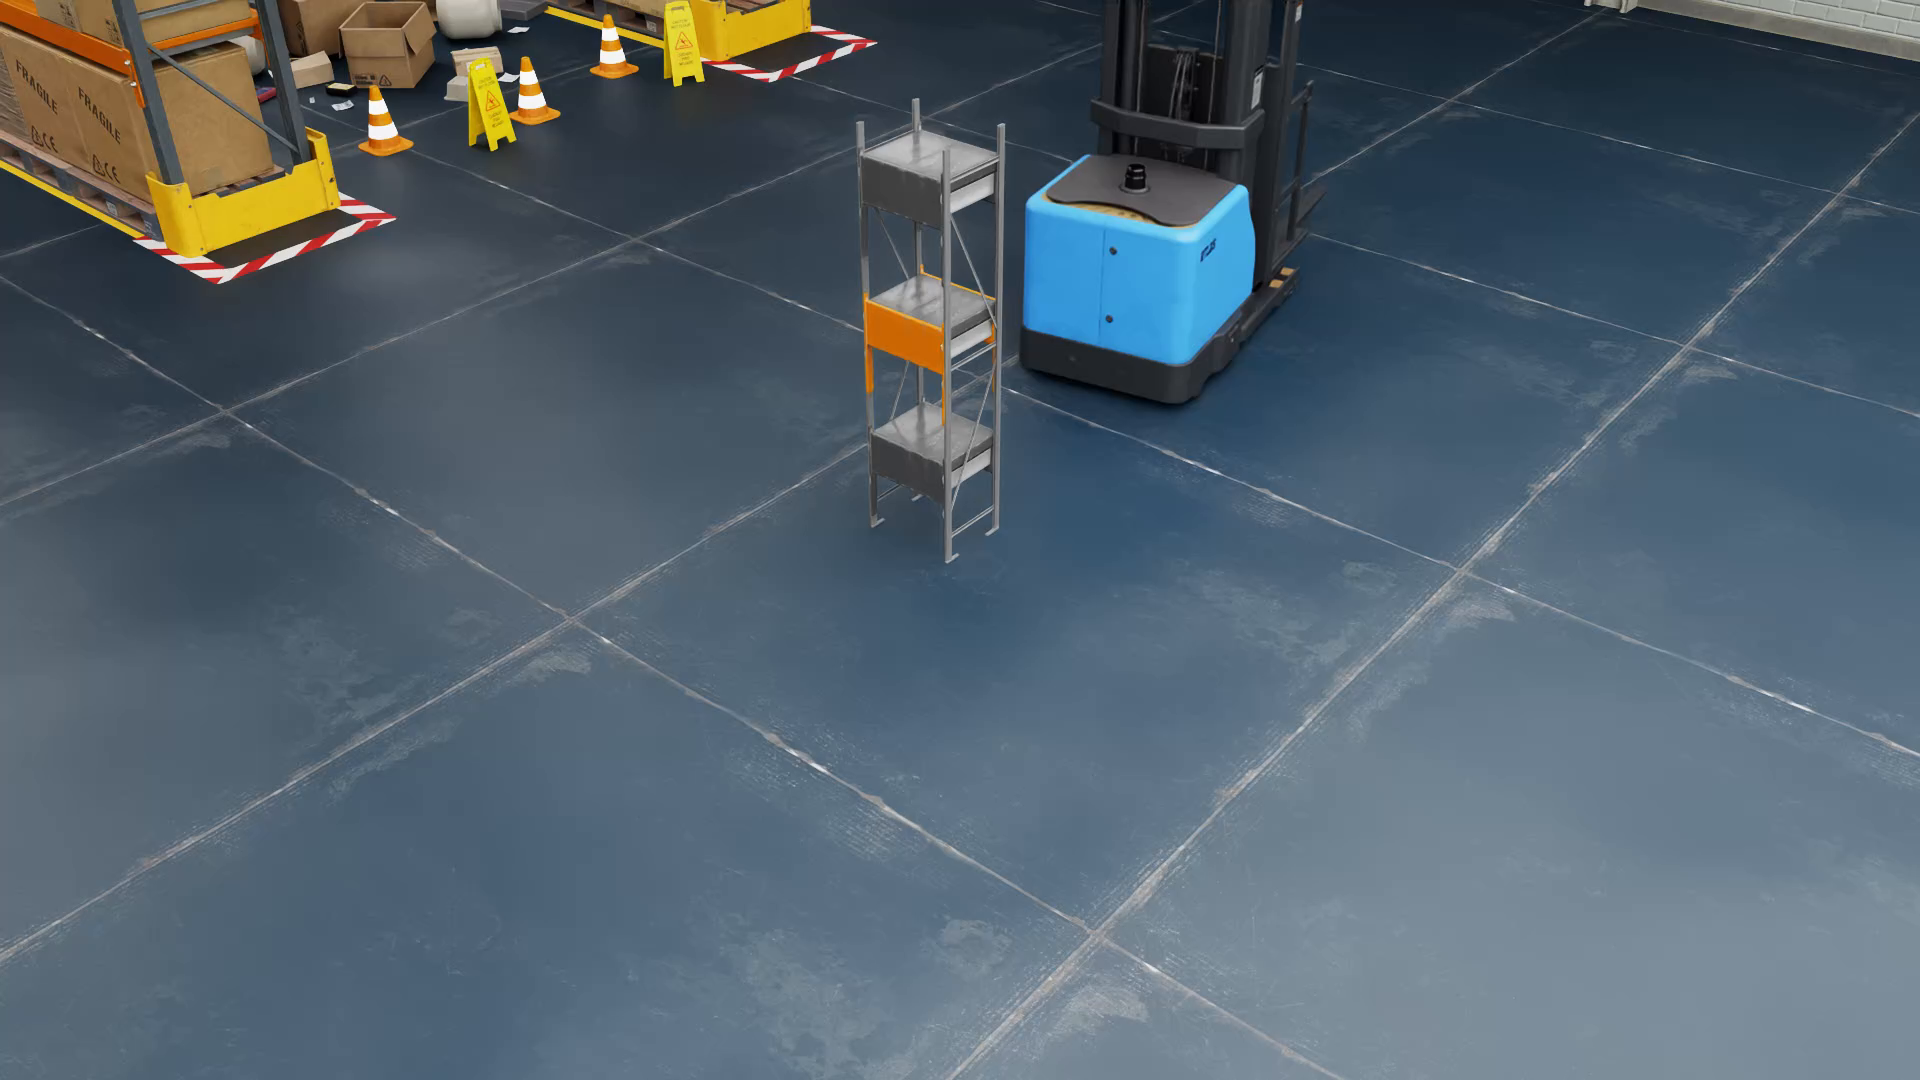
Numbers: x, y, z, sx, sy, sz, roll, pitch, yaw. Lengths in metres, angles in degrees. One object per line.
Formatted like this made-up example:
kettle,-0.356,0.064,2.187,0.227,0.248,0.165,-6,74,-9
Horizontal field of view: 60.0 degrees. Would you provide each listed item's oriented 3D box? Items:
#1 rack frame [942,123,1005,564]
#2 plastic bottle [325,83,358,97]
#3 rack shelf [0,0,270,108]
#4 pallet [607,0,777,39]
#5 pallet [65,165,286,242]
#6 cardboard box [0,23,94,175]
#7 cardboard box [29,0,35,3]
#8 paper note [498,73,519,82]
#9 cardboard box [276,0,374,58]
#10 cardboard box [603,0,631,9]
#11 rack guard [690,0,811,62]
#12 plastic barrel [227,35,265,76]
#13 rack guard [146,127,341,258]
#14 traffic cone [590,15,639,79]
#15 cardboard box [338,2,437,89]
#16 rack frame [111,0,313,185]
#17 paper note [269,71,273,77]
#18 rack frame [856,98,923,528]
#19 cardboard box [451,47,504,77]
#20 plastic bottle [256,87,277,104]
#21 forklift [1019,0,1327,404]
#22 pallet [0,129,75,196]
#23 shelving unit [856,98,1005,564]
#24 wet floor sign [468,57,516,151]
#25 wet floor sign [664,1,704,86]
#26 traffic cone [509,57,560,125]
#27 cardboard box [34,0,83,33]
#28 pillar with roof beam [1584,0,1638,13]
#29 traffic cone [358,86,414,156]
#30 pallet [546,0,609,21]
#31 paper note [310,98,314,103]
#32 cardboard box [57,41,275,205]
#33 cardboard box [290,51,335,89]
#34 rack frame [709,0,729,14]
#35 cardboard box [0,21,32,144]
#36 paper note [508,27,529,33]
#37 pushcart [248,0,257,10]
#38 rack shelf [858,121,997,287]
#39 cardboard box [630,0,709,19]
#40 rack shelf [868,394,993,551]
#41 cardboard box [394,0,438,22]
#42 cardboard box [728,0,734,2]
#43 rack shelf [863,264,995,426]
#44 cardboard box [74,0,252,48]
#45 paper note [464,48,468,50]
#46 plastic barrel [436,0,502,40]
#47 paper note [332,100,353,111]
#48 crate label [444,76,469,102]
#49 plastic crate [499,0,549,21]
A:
rack frame,0.060,-0.837,7.614,0.015,2.100,0.400,25,42,32
plastic bottle,-5.062,-3.668,13.538,0.283,0.061,0.133,12,36,16
rack shelf,-6.381,-3.833,11.818,4.000,0.370,1.077,25,42,32
pallet,-2.414,-4.783,15.029,1.213,0.211,1.003,25,42,32
pallet,-5.508,-2.512,11.721,1.213,0.211,1.003,25,42,32
cardboard box,-6.085,-3.237,11.820,0.875,0.875,0.875,25,41,31
cardboard box,-5.944,-4.029,11.335,0.550,0.550,0.875,25,42,32
paper note,-3.754,-3.848,13.826,0.142,0.019,0.148,12,36,16
cardboard box,-5.448,-4.492,14.227,0.503,0.637,0.797,25,42,32
cardboard box,-2.941,-5.002,14.942,0.500,0.250,0.500,25,42,32
rack guard,-1.813,-4.593,14.496,0.348,0.500,1.175,25,42,32
plastic barrel,-6.064,-4.049,13.772,0.512,0.421,0.421,-6,35,-8
rack guard,-4.825,-2.366,11.254,0.348,0.500,1.175,25,42,32
traffic cone,-2.910,-4.144,13.876,0.334,0.463,0.336,25,42,32
cardboard box,-4.724,-4.101,13.778,0.637,0.503,0.797,0,34,0
rack frame,-4.844,-3.405,10.559,0.127,3.000,1.000,25,42,32
paper note,-5.703,-3.931,13.955,0.172,0.023,0.155,-18,38,-25
rack frame,-0.315,-1.014,7.872,0.015,2.100,0.400,25,42,32
cardboard box,-4.053,-4.016,13.967,0.380,0.149,0.250,-12,36,-17
plastic bottle,-5.623,-3.610,13.453,0.133,0.061,0.283,12,36,16
forklift,1.491,-2.777,9.705,1.130,2.935,3.031,17,38,23
pallet,-6.442,-2.954,12.364,1.213,0.211,1.003,25,42,32
shelving unit,-0.127,-0.926,7.743,0.503,2.100,0.431,25,42,32
wet floor sign,-3.554,-3.286,12.465,0.232,0.644,0.267,18,38,24
wet floor sign,-2.293,-4.091,13.637,0.267,0.644,0.232,-18,38,-25
traffic cone,-3.359,-3.538,12.994,0.334,0.463,0.336,25,42,32
cardboard box,-5.594,-3.772,10.960,0.550,0.550,0.875,25,42,32
pillar with roof beam,3.317,-6.828,10.243,0.400,9.000,9.100,25,42,32
traffic cone,-4.343,-3.170,12.457,0.334,0.463,0.336,25,42,32
pallet,-3.348,-5.225,15.672,1.213,0.211,1.003,25,42,32
paper note,-5.222,-3.545,13.403,0.032,0.001,0.123,-12,36,-17
cardboard box,-5.407,-2.920,11.358,0.875,0.875,0.875,26,42,32
cardboard box,-5.418,-3.906,13.703,0.396,0.266,0.258,-26,42,-32
rack frame,-1.754,-5.596,13.748,0.127,3.000,1.000,25,42,32
cardboard box,-6.784,-3.568,12.302,0.875,0.875,0.875,26,42,32
paper note,-3.948,-4.570,14.878,0.148,0.019,0.142,12,36,16
pushcart,-6.249,-4.953,15.130,0.936,0.377,1.648,12,36,16
rack shelf,-0.127,-1.491,7.354,0.480,0.518,0.431,25,42,32
cardboard box,-2.566,-4.820,14.676,0.500,0.250,0.500,25,42,32
rack shelf,-0.127,-0.337,8.147,0.480,0.518,0.431,25,42,32
cardboard box,-4.875,-5.035,15.138,0.500,0.500,0.500,-6,35,-8
cardboard box,-2.197,-5.048,15.009,0.500,0.250,0.500,25,42,31
rack shelf,-0.127,-0.914,7.751,0.480,0.518,0.431,25,42,32
cardboard box,-5.158,-3.582,10.684,0.550,0.550,0.875,25,42,32
paper note,-4.311,-4.216,14.373,0.148,0.019,0.142,-18,38,-25
plastic barrel,-4.310,-4.623,14.608,0.512,0.421,0.421,-6,35,-8
paper note,-4.930,-3.472,13.281,0.144,0.017,0.142,-18,38,-25
crate label,-4.003,-3.662,13.461,0.298,0.136,0.250,6,35,8
plastic crate,-4.146,-4.916,15.337,0.583,0.080,0.402,12,36,16
